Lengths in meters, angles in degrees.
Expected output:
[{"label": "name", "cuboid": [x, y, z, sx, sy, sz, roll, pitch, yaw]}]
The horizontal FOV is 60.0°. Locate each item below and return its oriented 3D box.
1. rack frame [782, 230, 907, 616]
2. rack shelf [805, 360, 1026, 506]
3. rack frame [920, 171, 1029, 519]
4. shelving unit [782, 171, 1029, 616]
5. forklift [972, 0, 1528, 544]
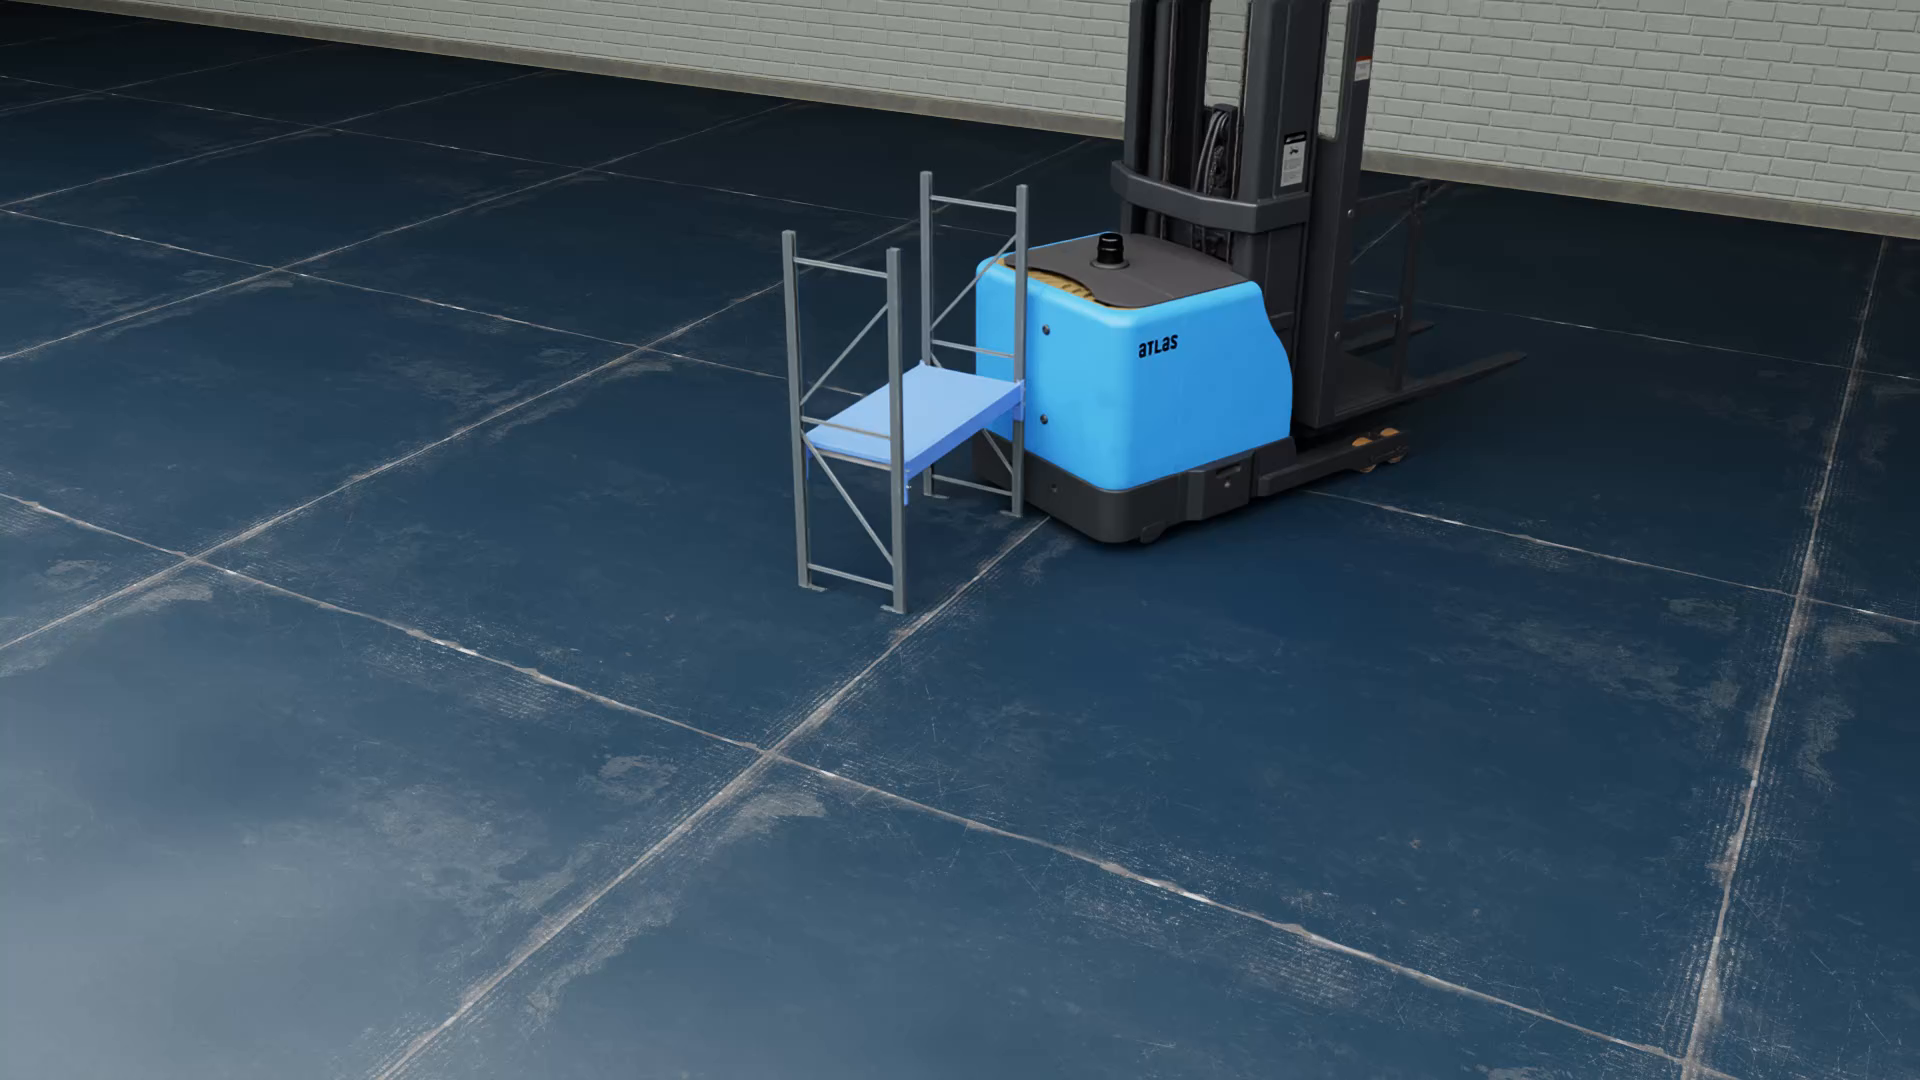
[{"label": "rack frame", "cuboid": [-0.439, -0.428, 6.430, 0.500, 1.500, 0.032, 14, 30, 26]}, {"label": "rack shelf", "cuboid": [-0.190, -0.466, 6.907, 0.538, 0.185, 1.000, 14, 30, 26]}, {"label": "rack frame", "cuboid": [0.058, -0.825, 7.223, 0.500, 1.500, 0.032, 14, 30, 26]}, {"label": "shelving unit", "cuboid": [-0.190, -0.627, 6.827, 0.538, 1.500, 1.048, 14, 30, 26]}, {"label": "forklift", "cuboid": [1.548, -1.802, 7.575, 3.031, 2.935, 1.130, -18, 32, -32]}]
